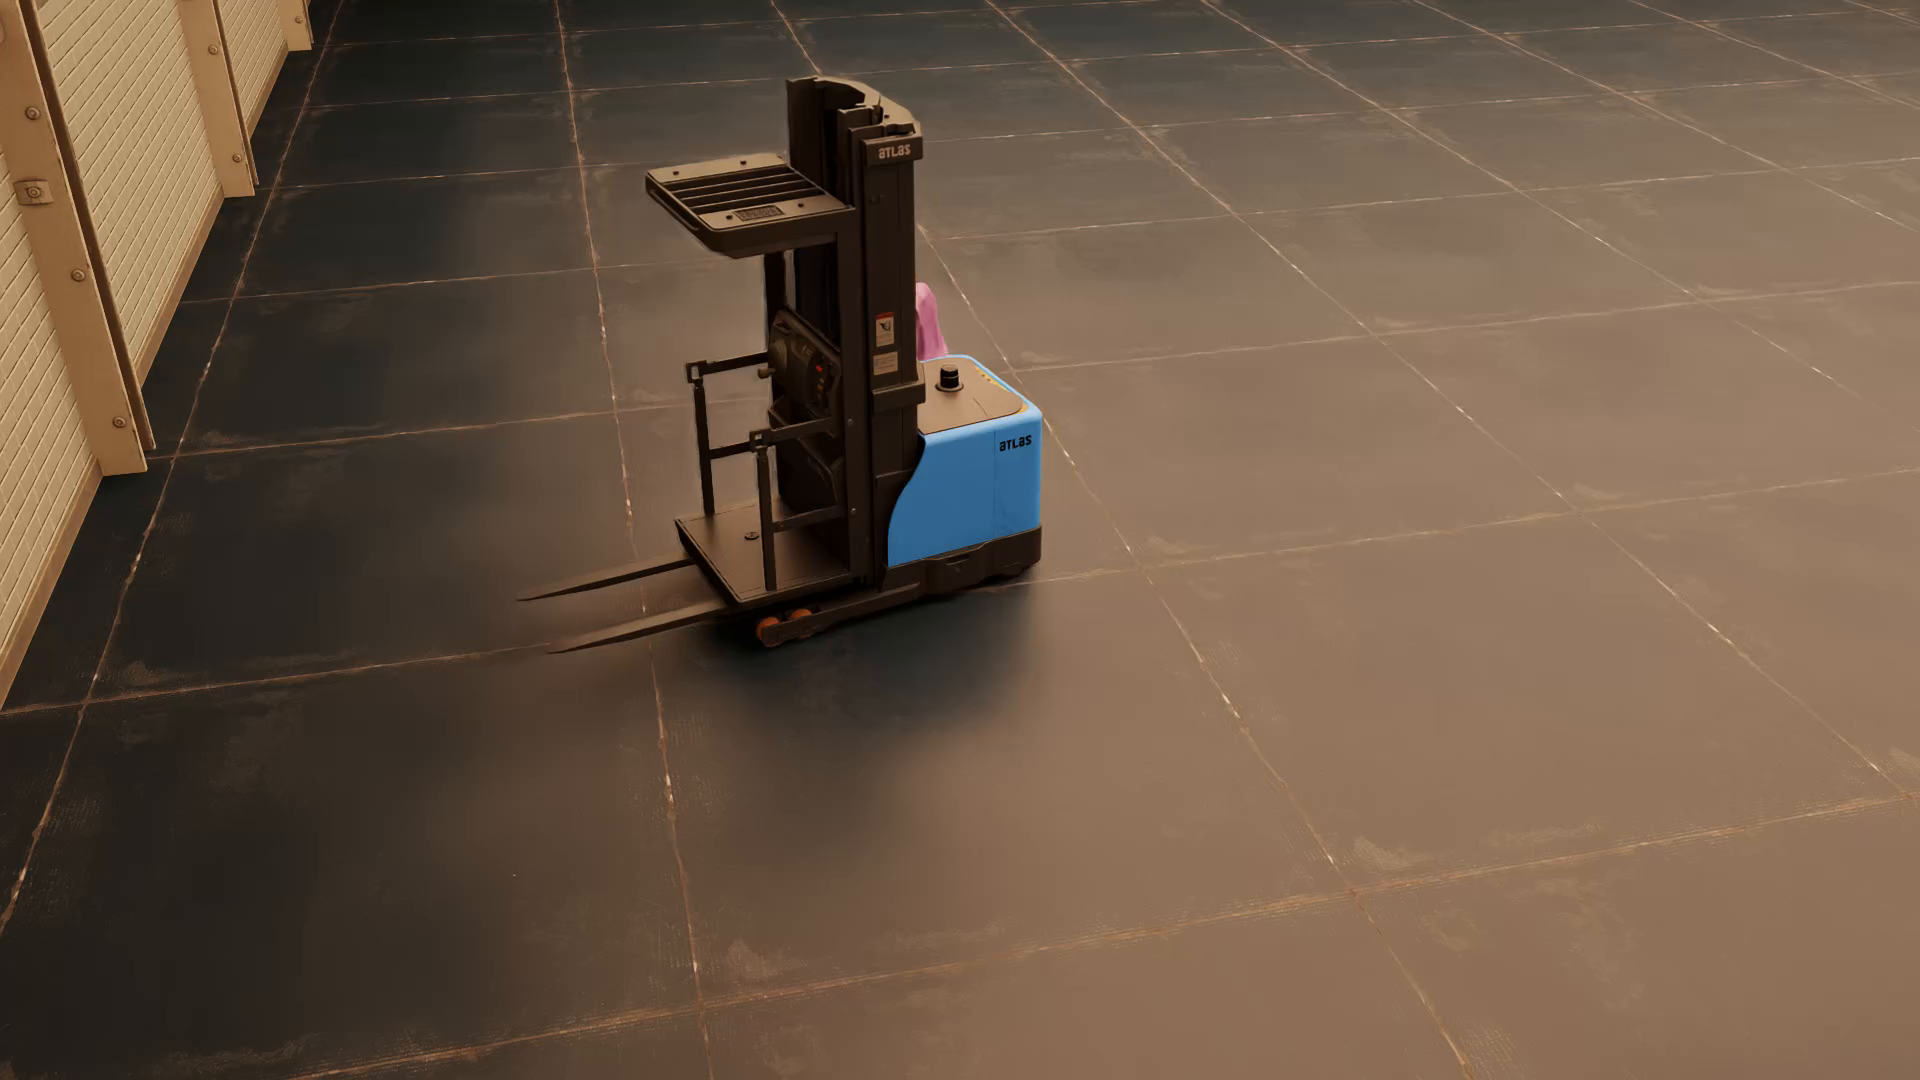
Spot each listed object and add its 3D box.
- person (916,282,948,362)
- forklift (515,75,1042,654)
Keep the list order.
[{"bbox_3d":[-0.311,-1.199,11.238,0.539,1.385,0.811,-19,35,-29],"label":"person"},{"bbox_3d":[-1.052,-0.963,9.237,3.031,2.935,1.130,-15,33,-24],"label":"forklift"}]
